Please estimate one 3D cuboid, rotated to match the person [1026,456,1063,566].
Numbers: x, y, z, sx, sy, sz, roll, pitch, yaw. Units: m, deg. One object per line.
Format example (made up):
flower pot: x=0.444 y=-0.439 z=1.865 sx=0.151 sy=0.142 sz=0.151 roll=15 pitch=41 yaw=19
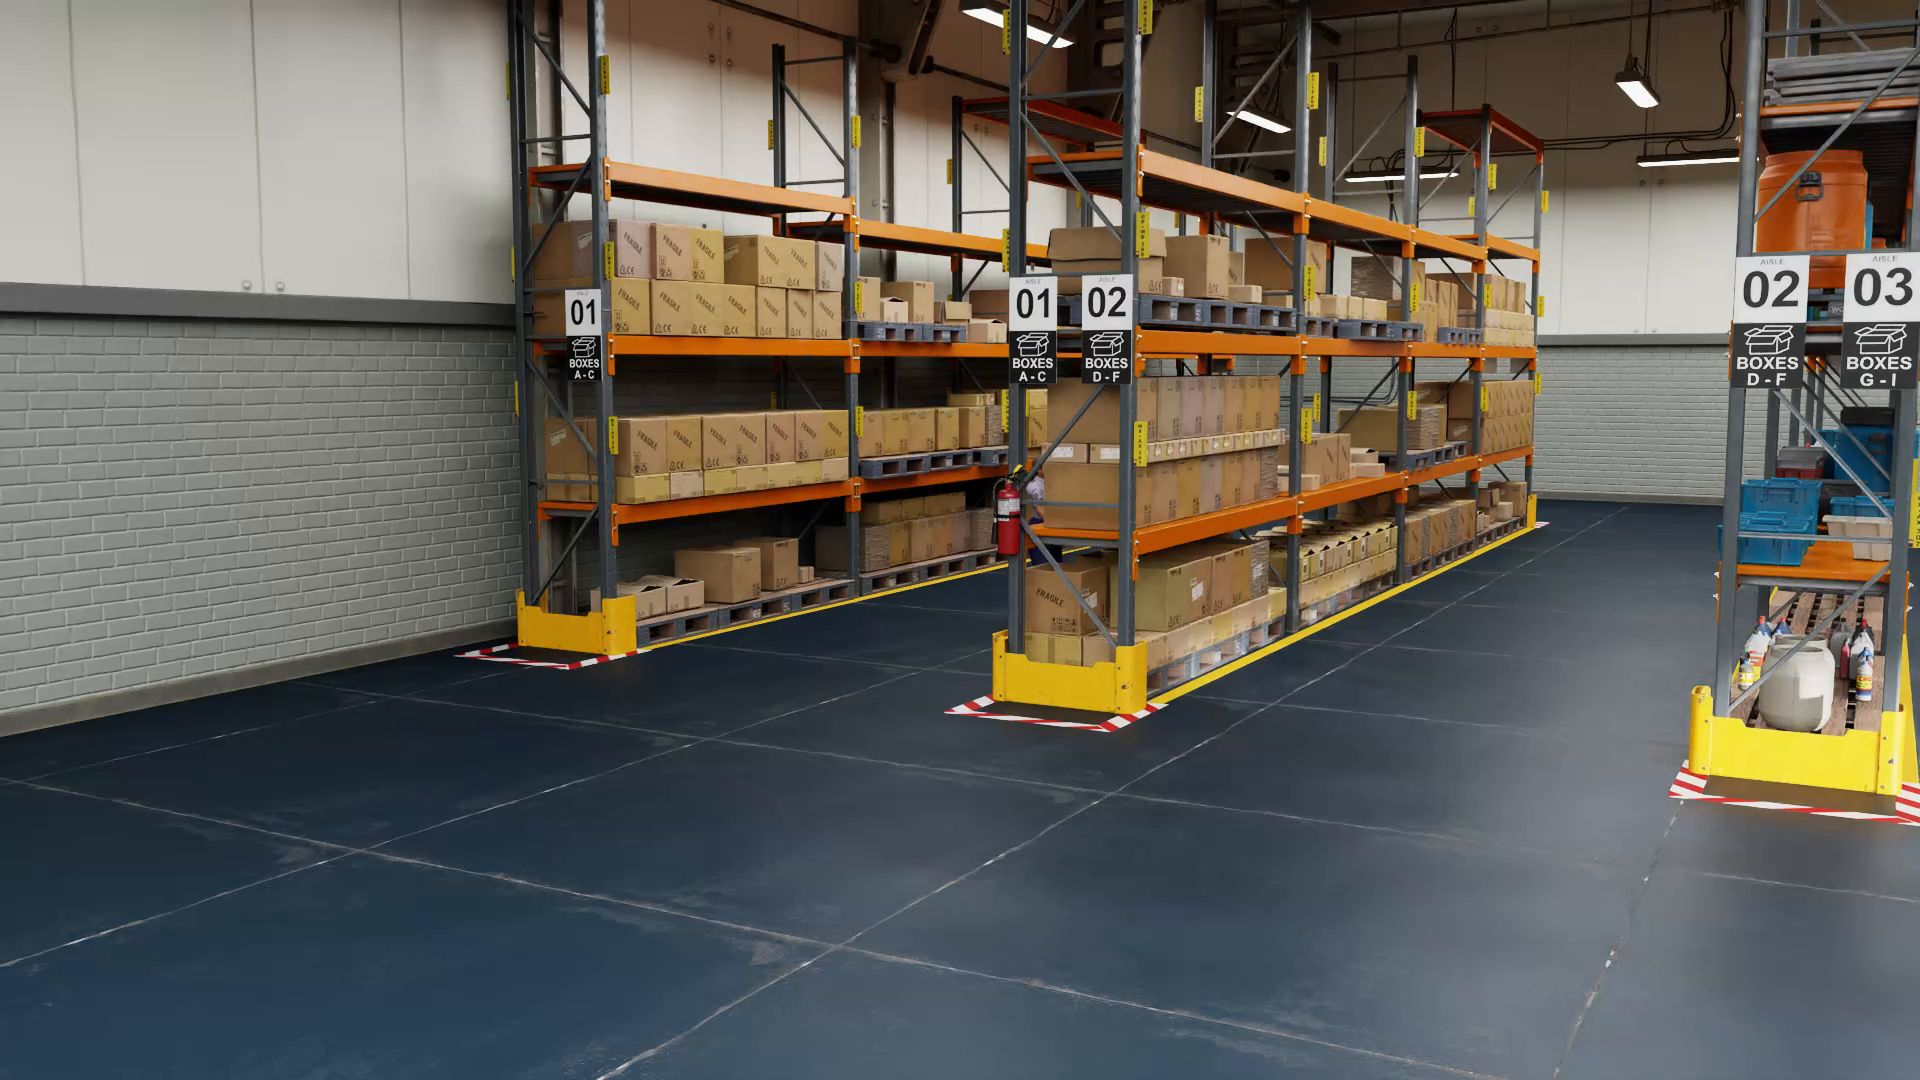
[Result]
person: x=0.928 y=-0.021 z=16.774 sx=0.518 sy=1.620 sz=0.452 roll=3 pitch=7 yaw=29
